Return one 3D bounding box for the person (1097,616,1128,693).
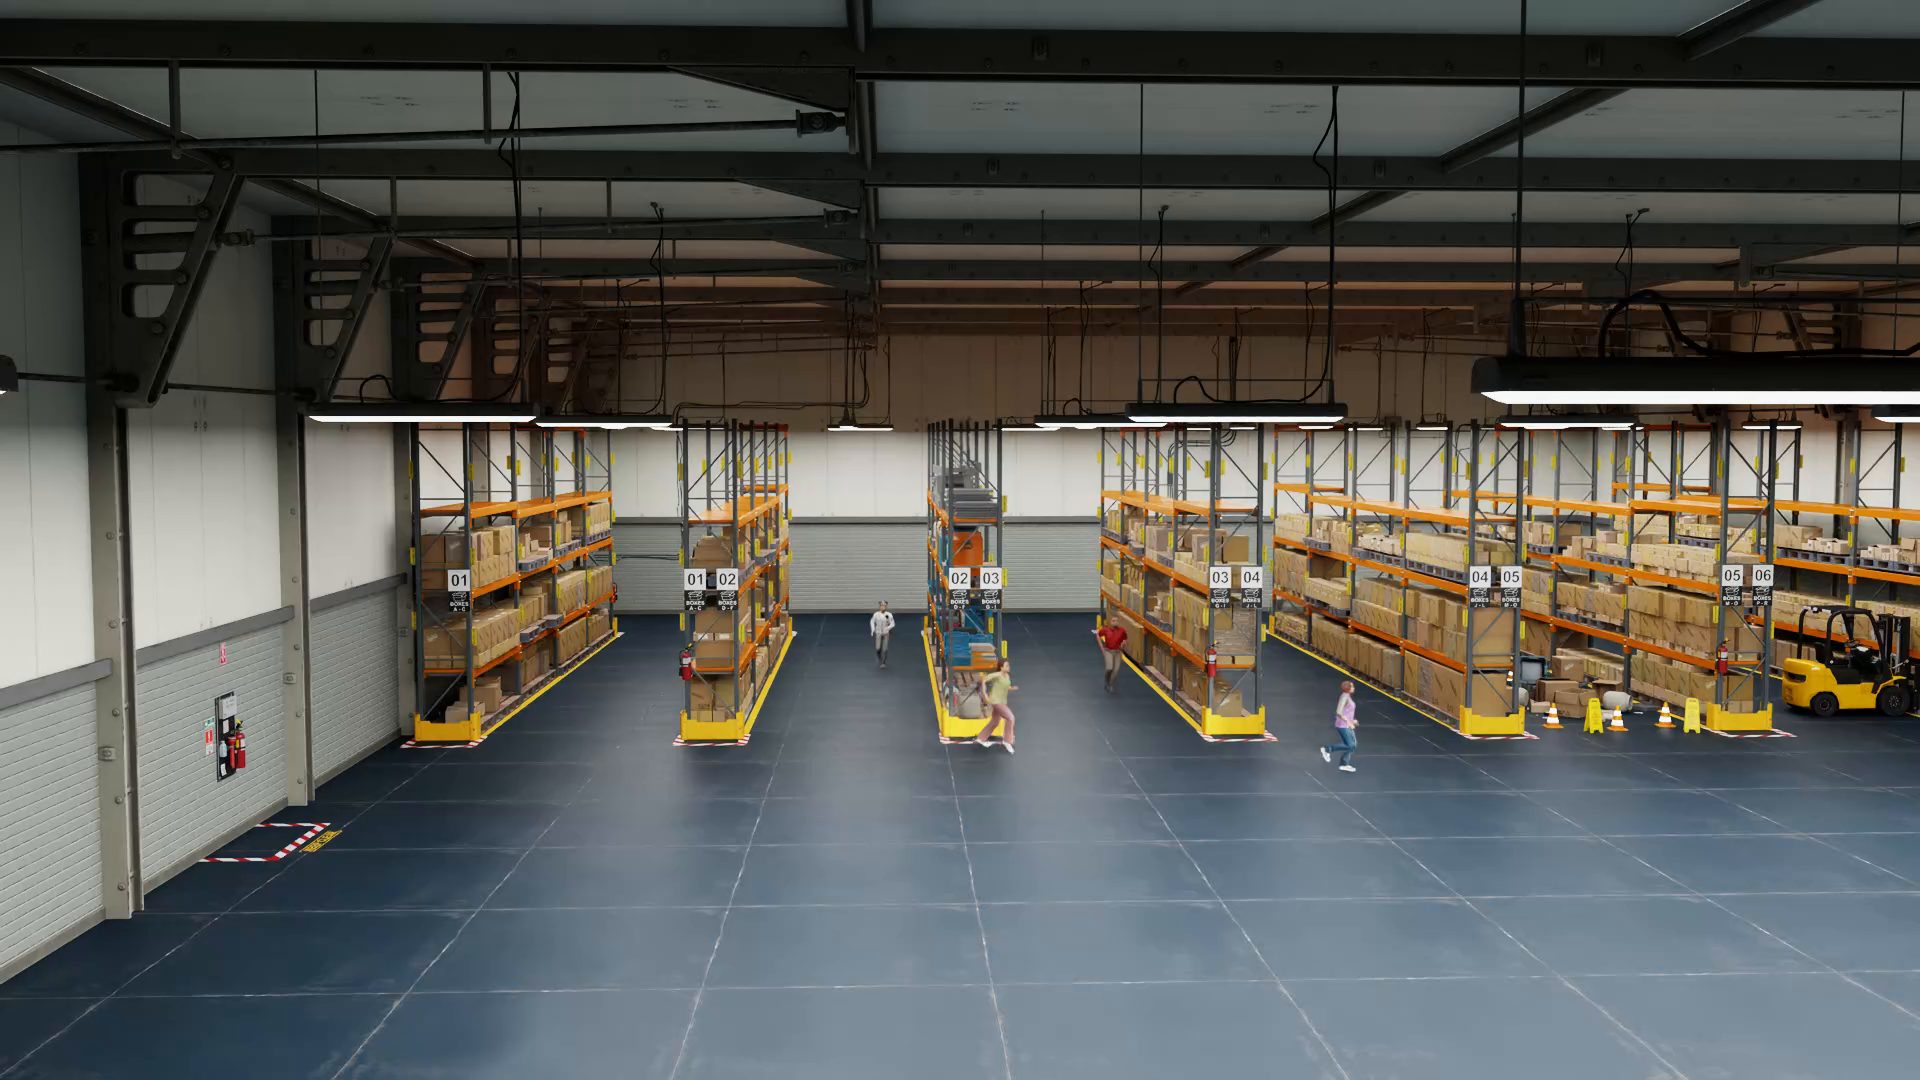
[{"bbox_3d":[3.380,2.526,36.627,0.655,1.692,0.698,-1,4,-8],"label":"person"}]

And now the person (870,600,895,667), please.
[{"bbox_3d":[-1.893,2.296,40.529,0.607,1.643,0.546,0,4,0],"label":"person"}]

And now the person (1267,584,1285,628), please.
[{"bbox_3d":[9.418,1.752,48.896,0.740,1.847,0.700,0,4,-7],"label":"person"}]

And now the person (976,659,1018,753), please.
[{"bbox_3d":[0.659,2.977,29.946,0.816,1.692,0.599,2,4,28],"label":"person"}]

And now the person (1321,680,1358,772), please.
[{"bbox_3d":[6.453,3.146,28.245,0.598,1.554,0.522,2,4,24],"label":"person"}]
